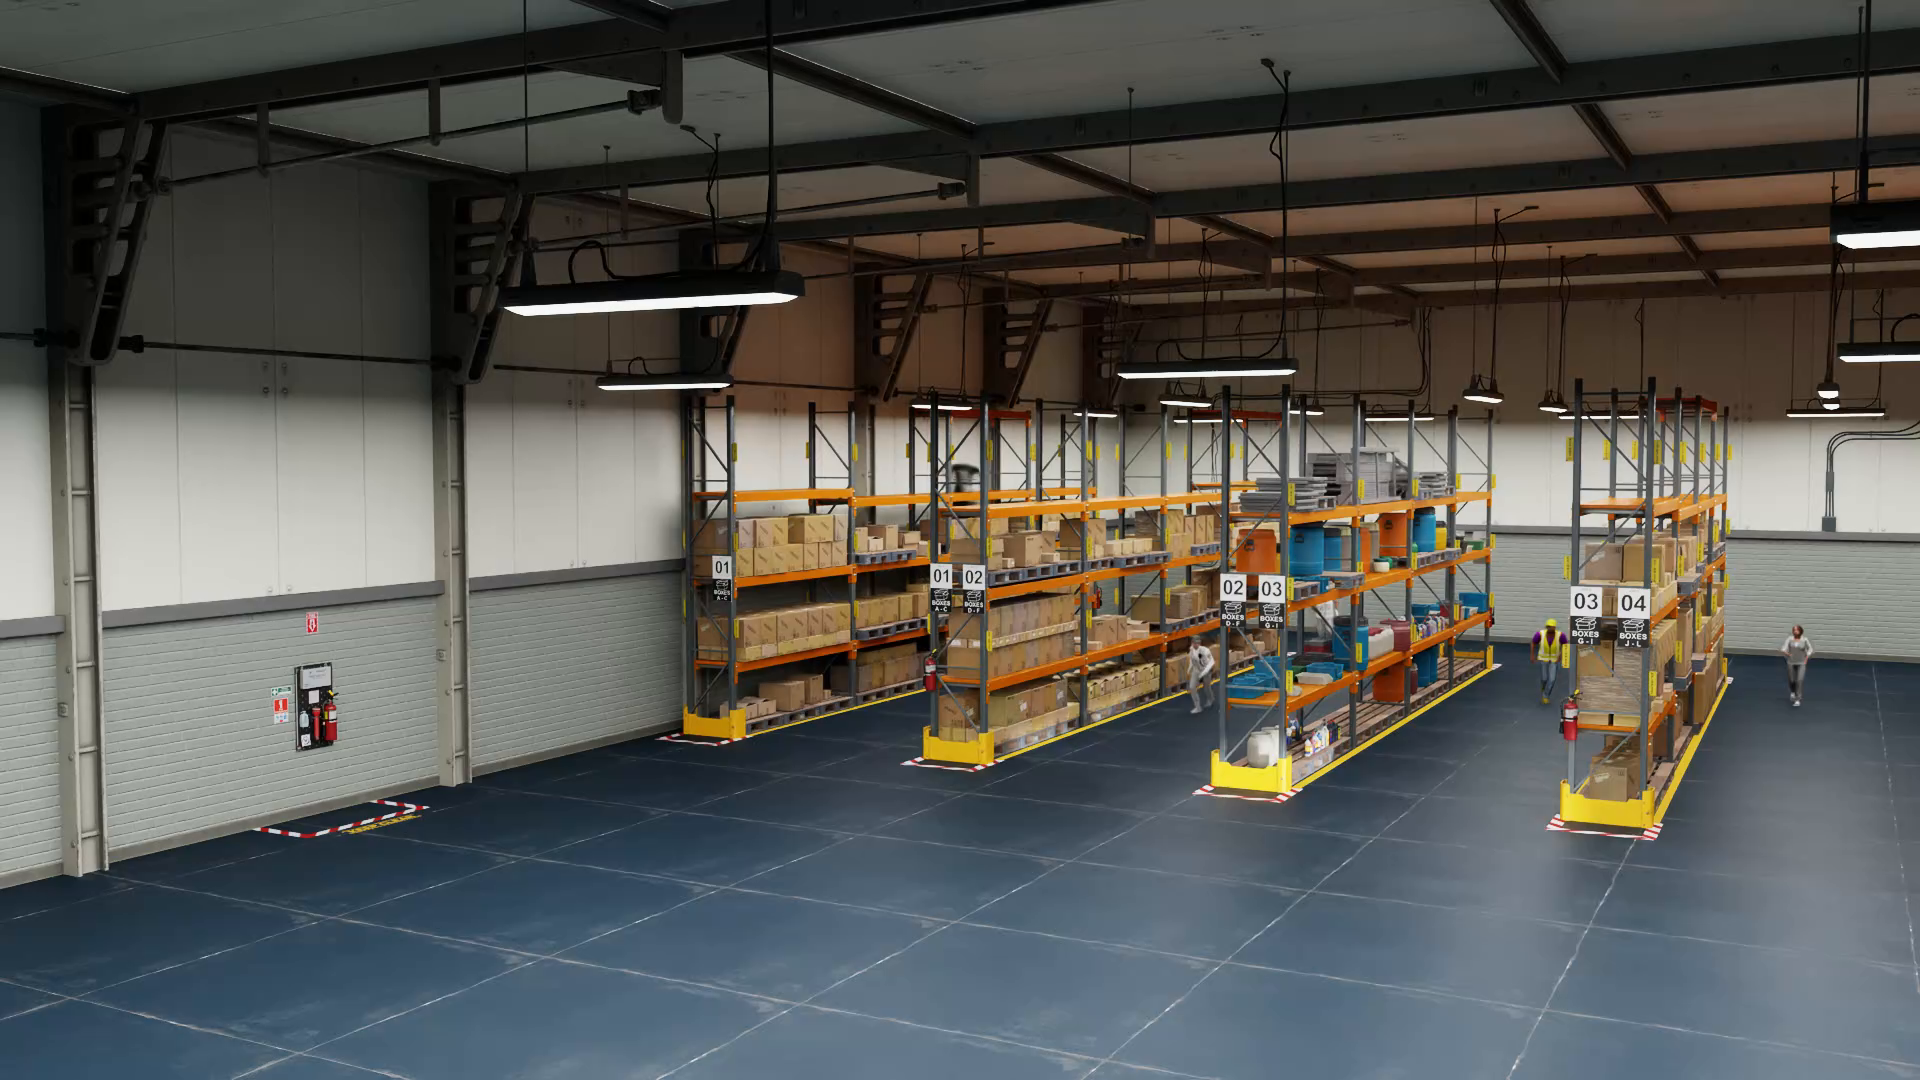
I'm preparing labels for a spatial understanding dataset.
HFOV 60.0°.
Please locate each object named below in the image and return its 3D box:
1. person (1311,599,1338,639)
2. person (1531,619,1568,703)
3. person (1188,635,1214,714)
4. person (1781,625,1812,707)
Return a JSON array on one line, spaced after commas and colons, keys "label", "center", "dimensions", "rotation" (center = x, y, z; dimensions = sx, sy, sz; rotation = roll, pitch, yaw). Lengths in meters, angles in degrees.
[{"label": "person", "center": [9.017, 1.952, 41.096], "dimensions": [0.670, 1.834, 0.849], "rotation": [1, 3, 10]}, {"label": "person", "center": [11.790, 2.410, 33.262], "dimensions": [0.684, 1.694, 0.702], "rotation": [1, 3, 10]}, {"label": "person", "center": [4.693, 2.549, 31.964], "dimensions": [0.608, 1.514, 0.994], "rotation": [2, 4, 35]}, {"label": "person", "center": [16.514, 2.469, 32.852], "dimensions": [0.545, 1.592, 0.764], "rotation": [2, 4, 33]}]
